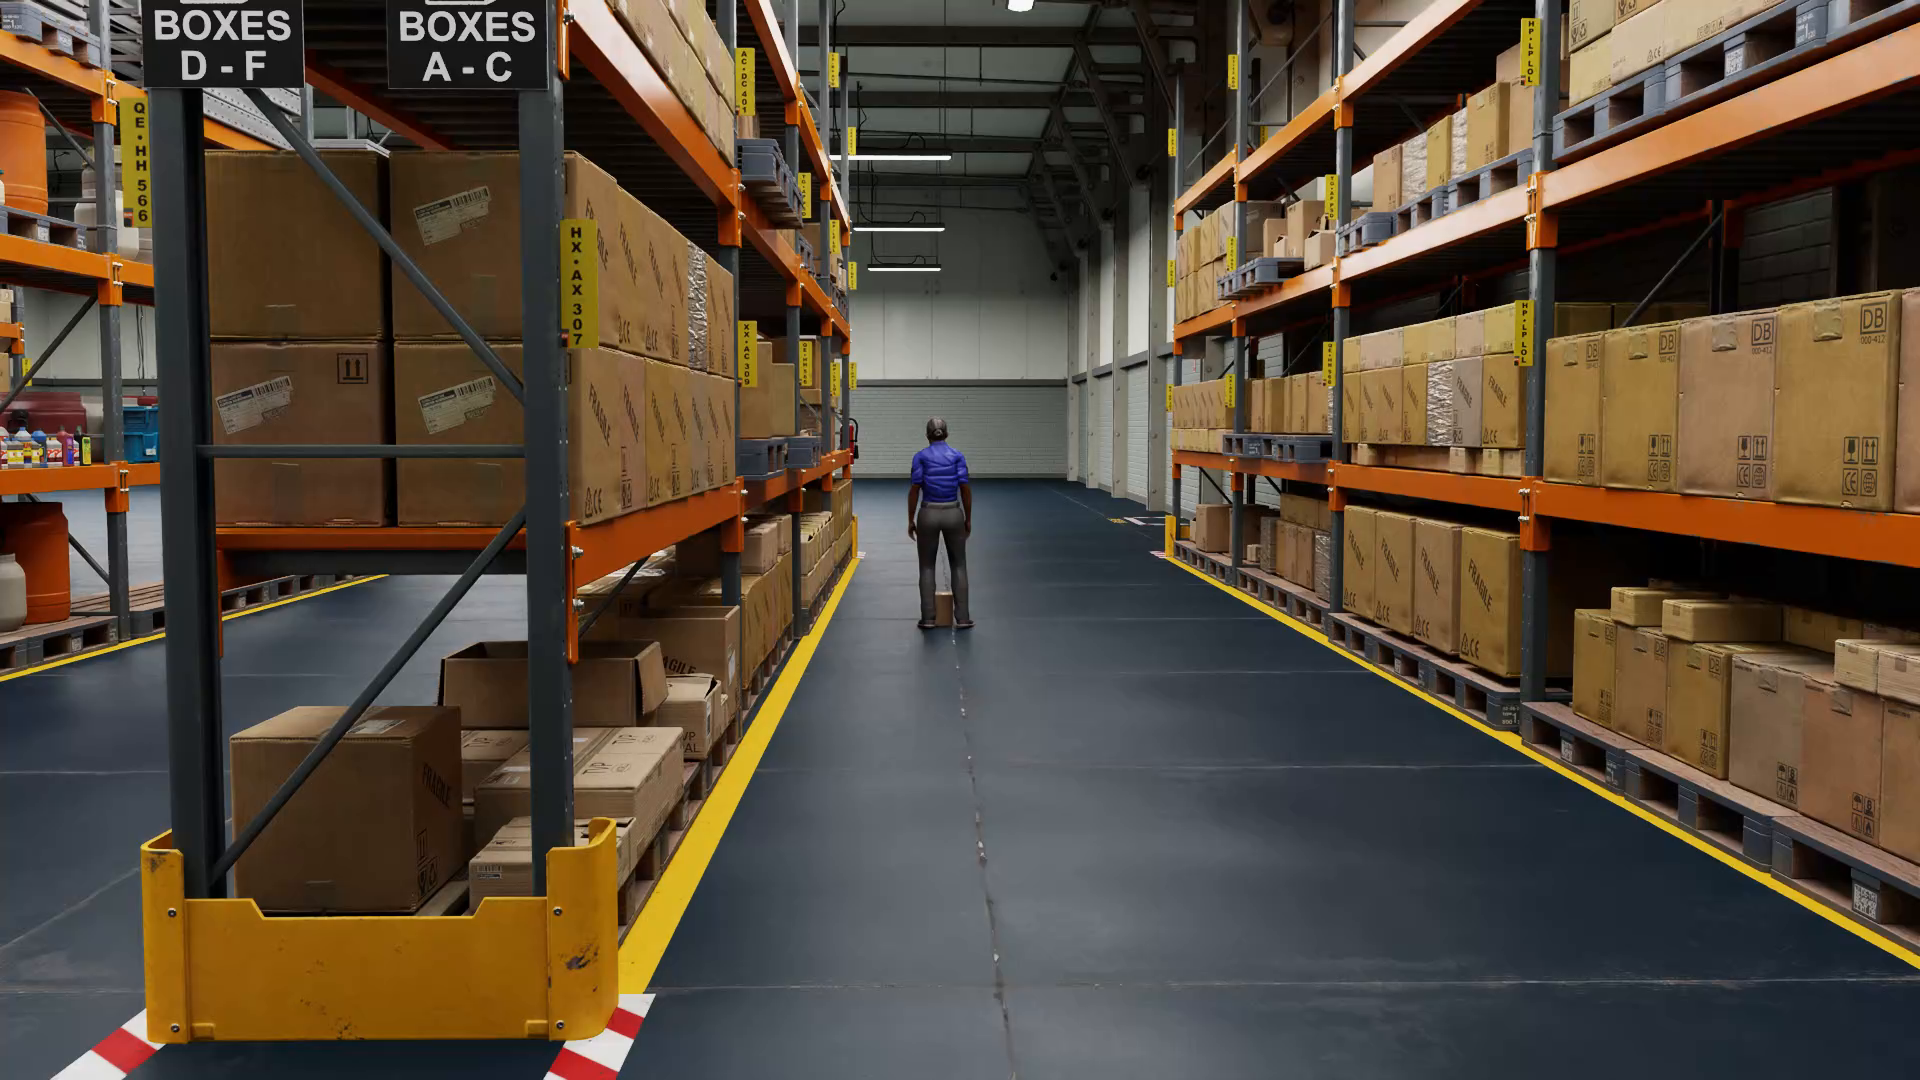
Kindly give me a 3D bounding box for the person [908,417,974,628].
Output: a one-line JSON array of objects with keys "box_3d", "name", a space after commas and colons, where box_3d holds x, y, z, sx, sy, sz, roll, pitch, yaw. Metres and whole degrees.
[{"box_3d": [-0.144, -0.136, 13.041, 0.531, 1.656, 0.346, 0, 4, -5], "name": "person"}]
